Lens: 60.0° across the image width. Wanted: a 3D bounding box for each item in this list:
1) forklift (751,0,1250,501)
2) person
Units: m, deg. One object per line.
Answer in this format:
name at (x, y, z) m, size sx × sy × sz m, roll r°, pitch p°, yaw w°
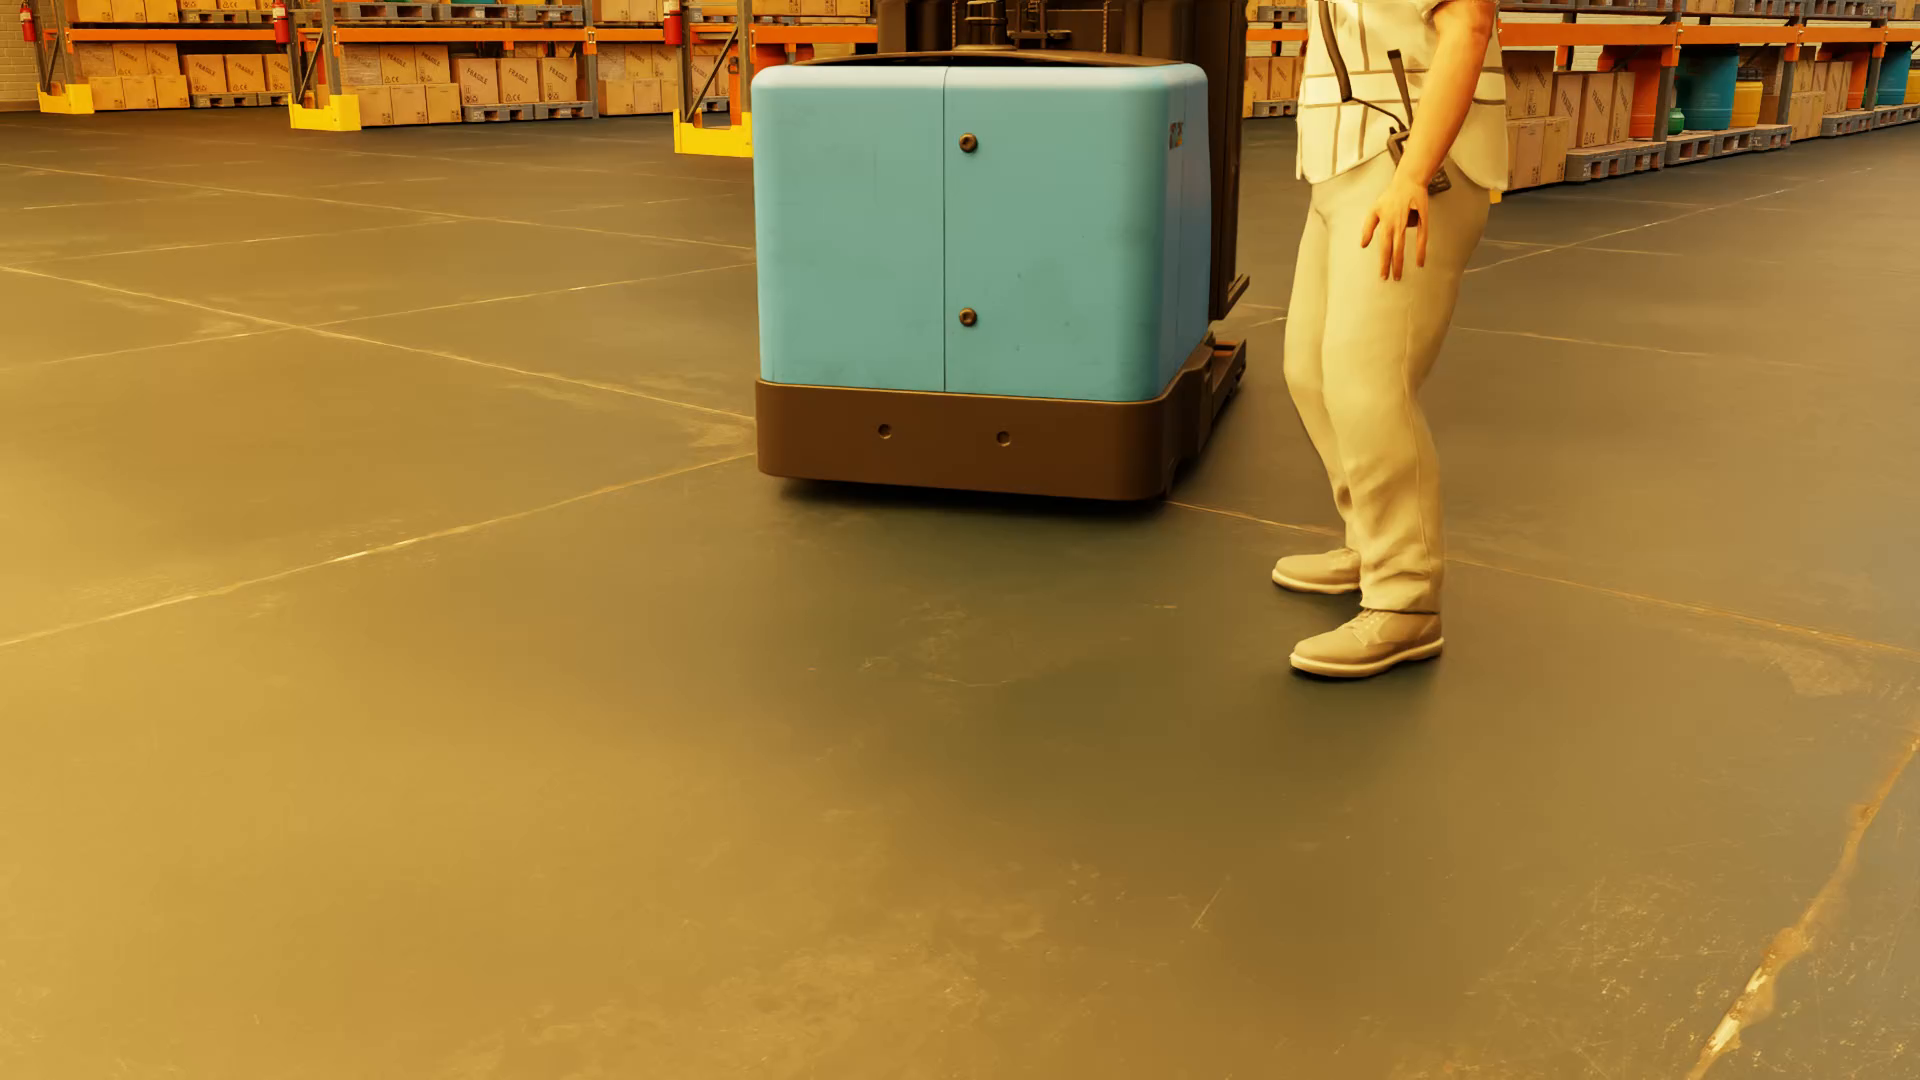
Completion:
forklift at (0.352, -1.885, 5.104) m, size 1.130 × 2.935 × 3.031 m, roll 4°, pitch 17°, yaw 14°
person at (0.827, -0.681, 3.223) m, size 0.422 × 1.724 × 0.818 m, roll 0°, pitch 17°, yaw -1°
